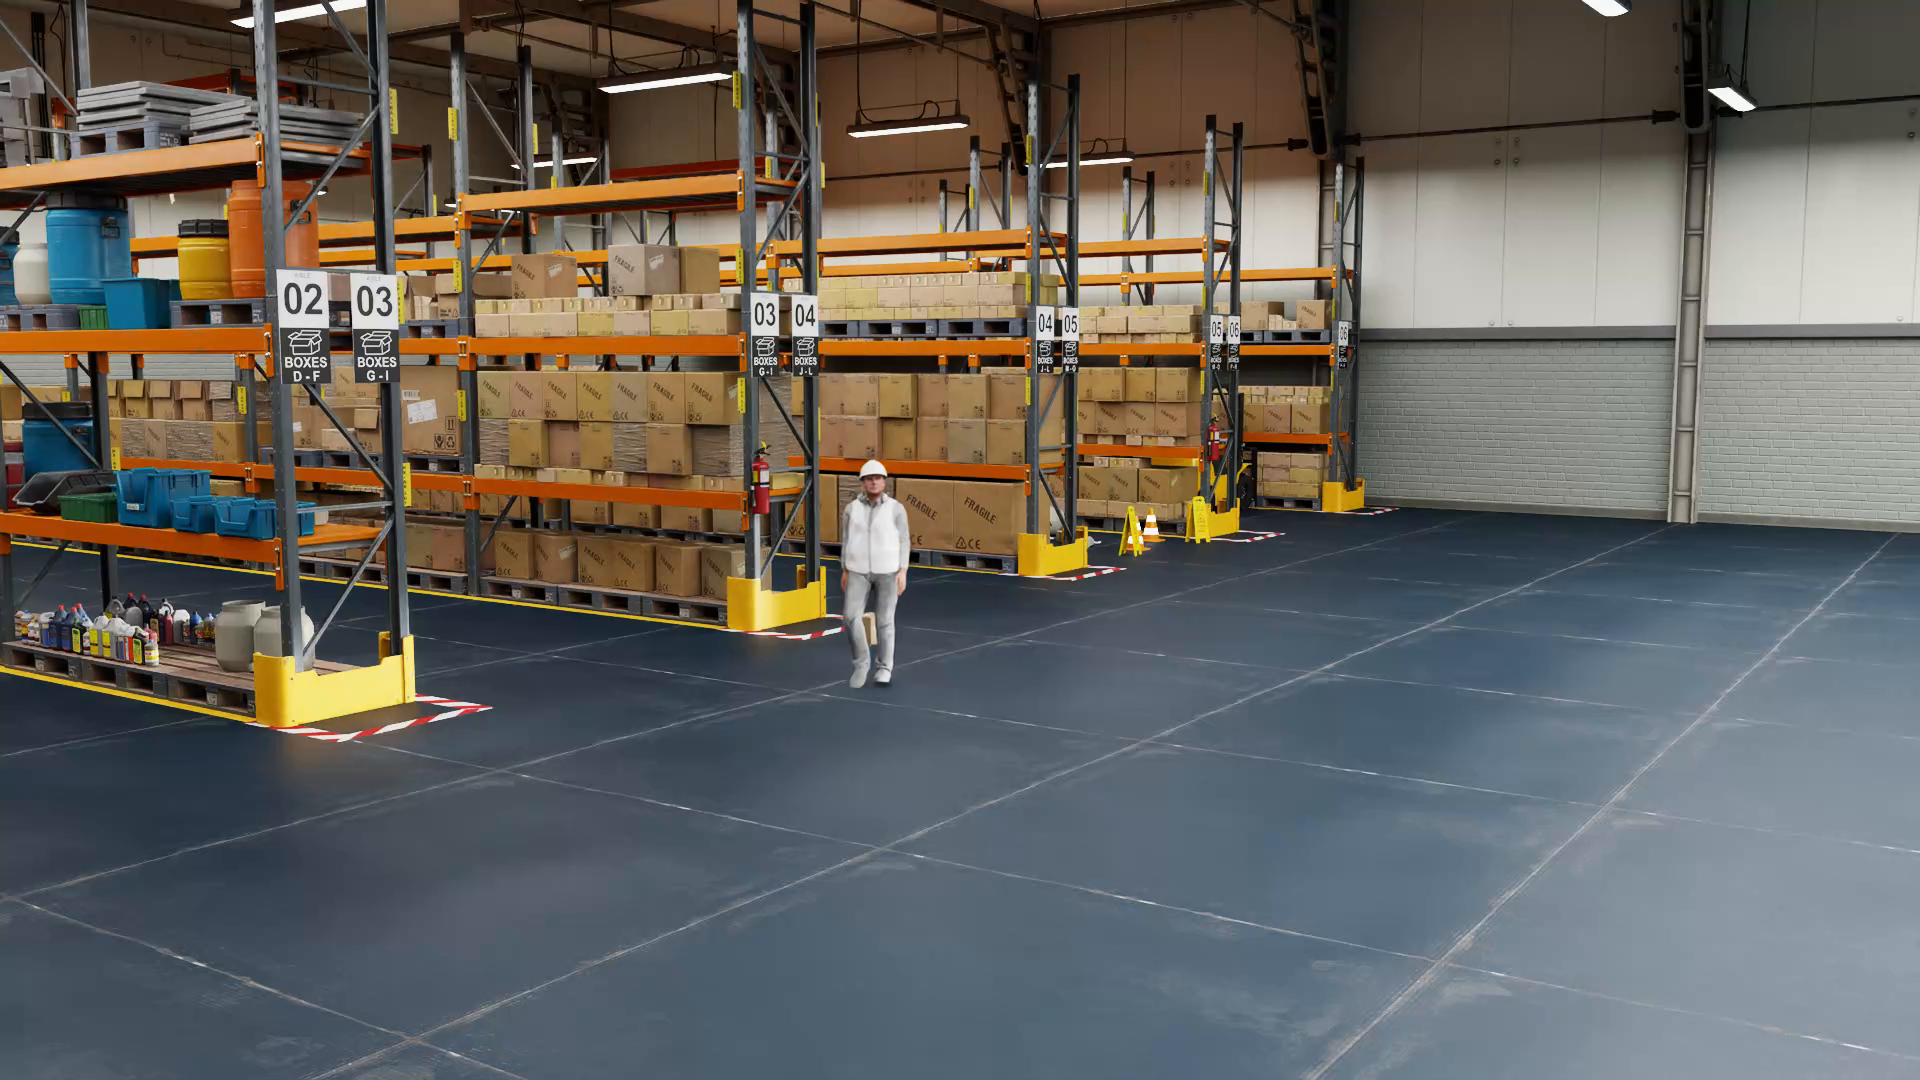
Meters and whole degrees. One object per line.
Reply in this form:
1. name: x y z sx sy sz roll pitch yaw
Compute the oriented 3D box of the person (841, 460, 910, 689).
1. person: -0.680 0.280 13.080 0.566 1.806 0.512 1 6 6
